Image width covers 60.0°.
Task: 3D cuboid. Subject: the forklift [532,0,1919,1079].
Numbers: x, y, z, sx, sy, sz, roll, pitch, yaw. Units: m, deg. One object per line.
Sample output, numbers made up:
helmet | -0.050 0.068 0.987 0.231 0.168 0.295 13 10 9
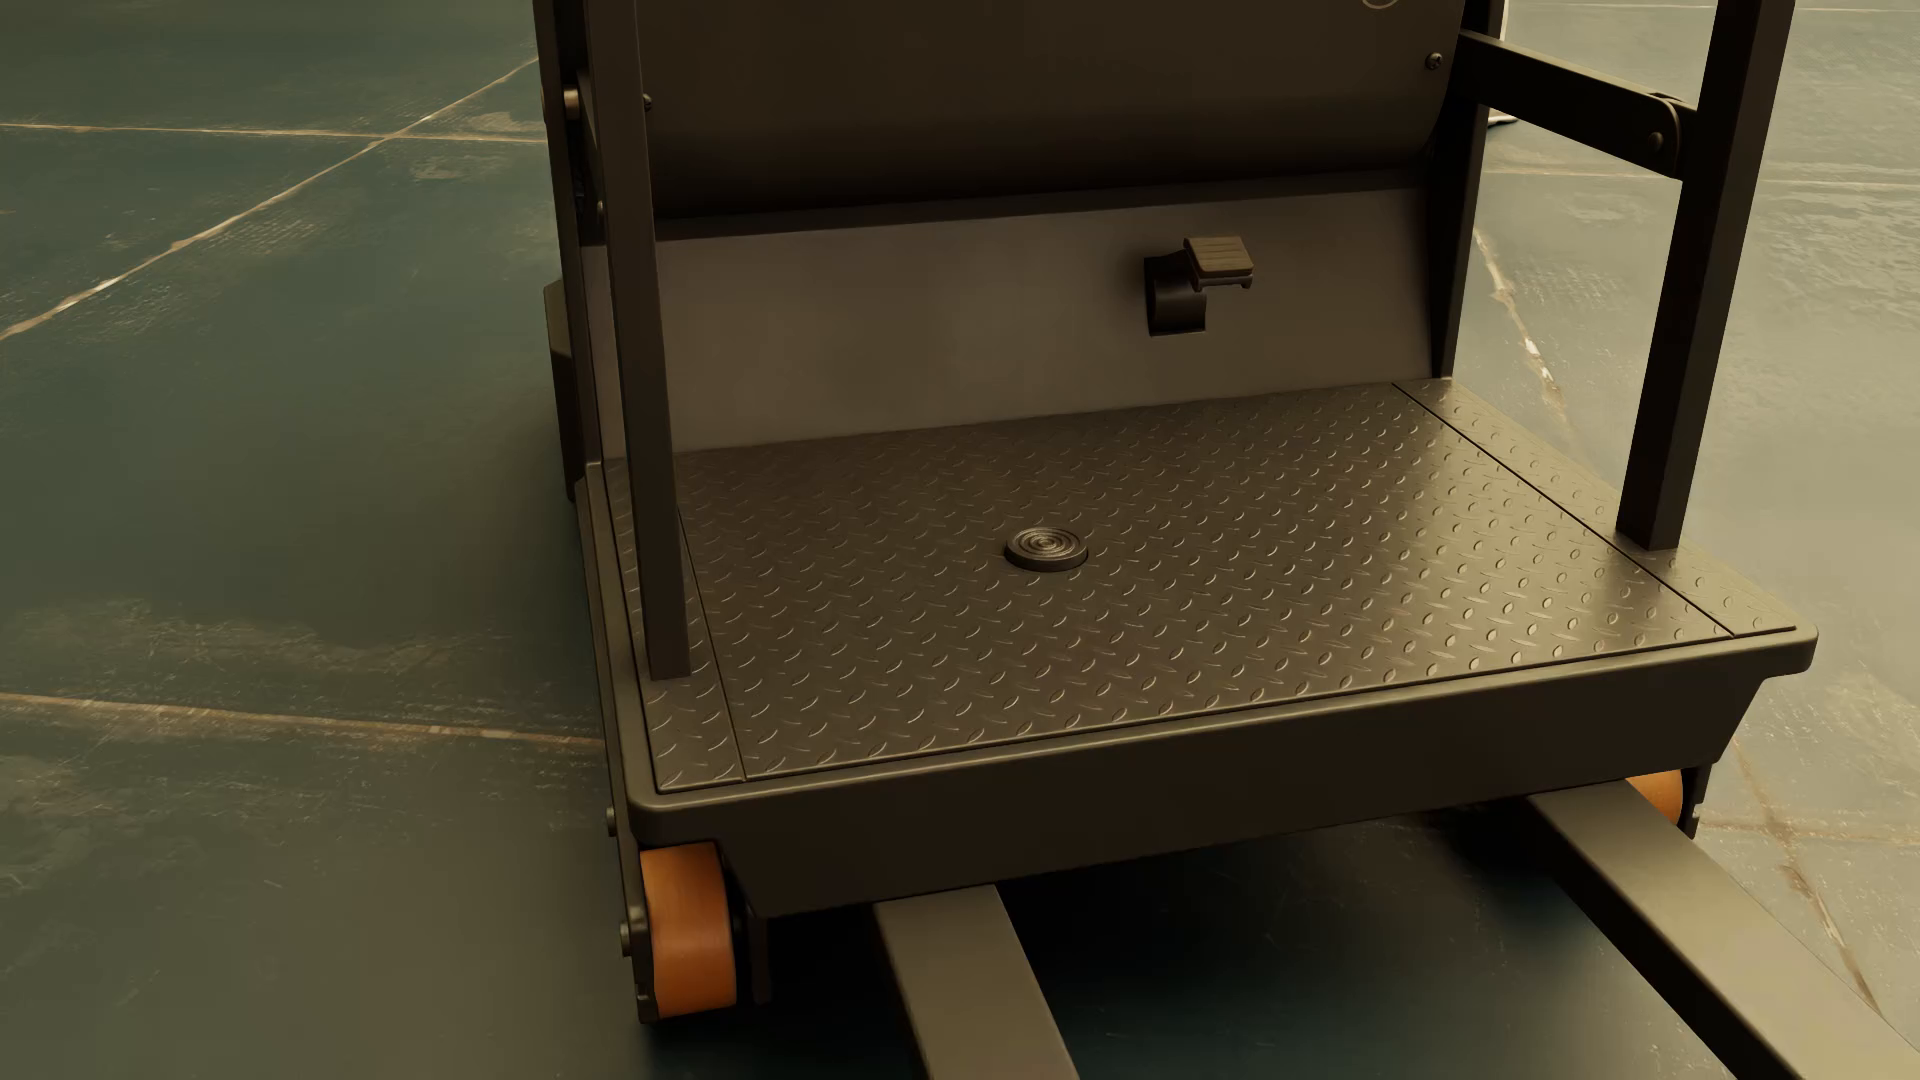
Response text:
forklift | 0.153 -1.049 1.319 1.130 2.935 3.031 -7 27 -13

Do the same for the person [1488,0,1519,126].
person | 1.420 -2.041 4.729 0.547 1.665 0.374 12 29 22
